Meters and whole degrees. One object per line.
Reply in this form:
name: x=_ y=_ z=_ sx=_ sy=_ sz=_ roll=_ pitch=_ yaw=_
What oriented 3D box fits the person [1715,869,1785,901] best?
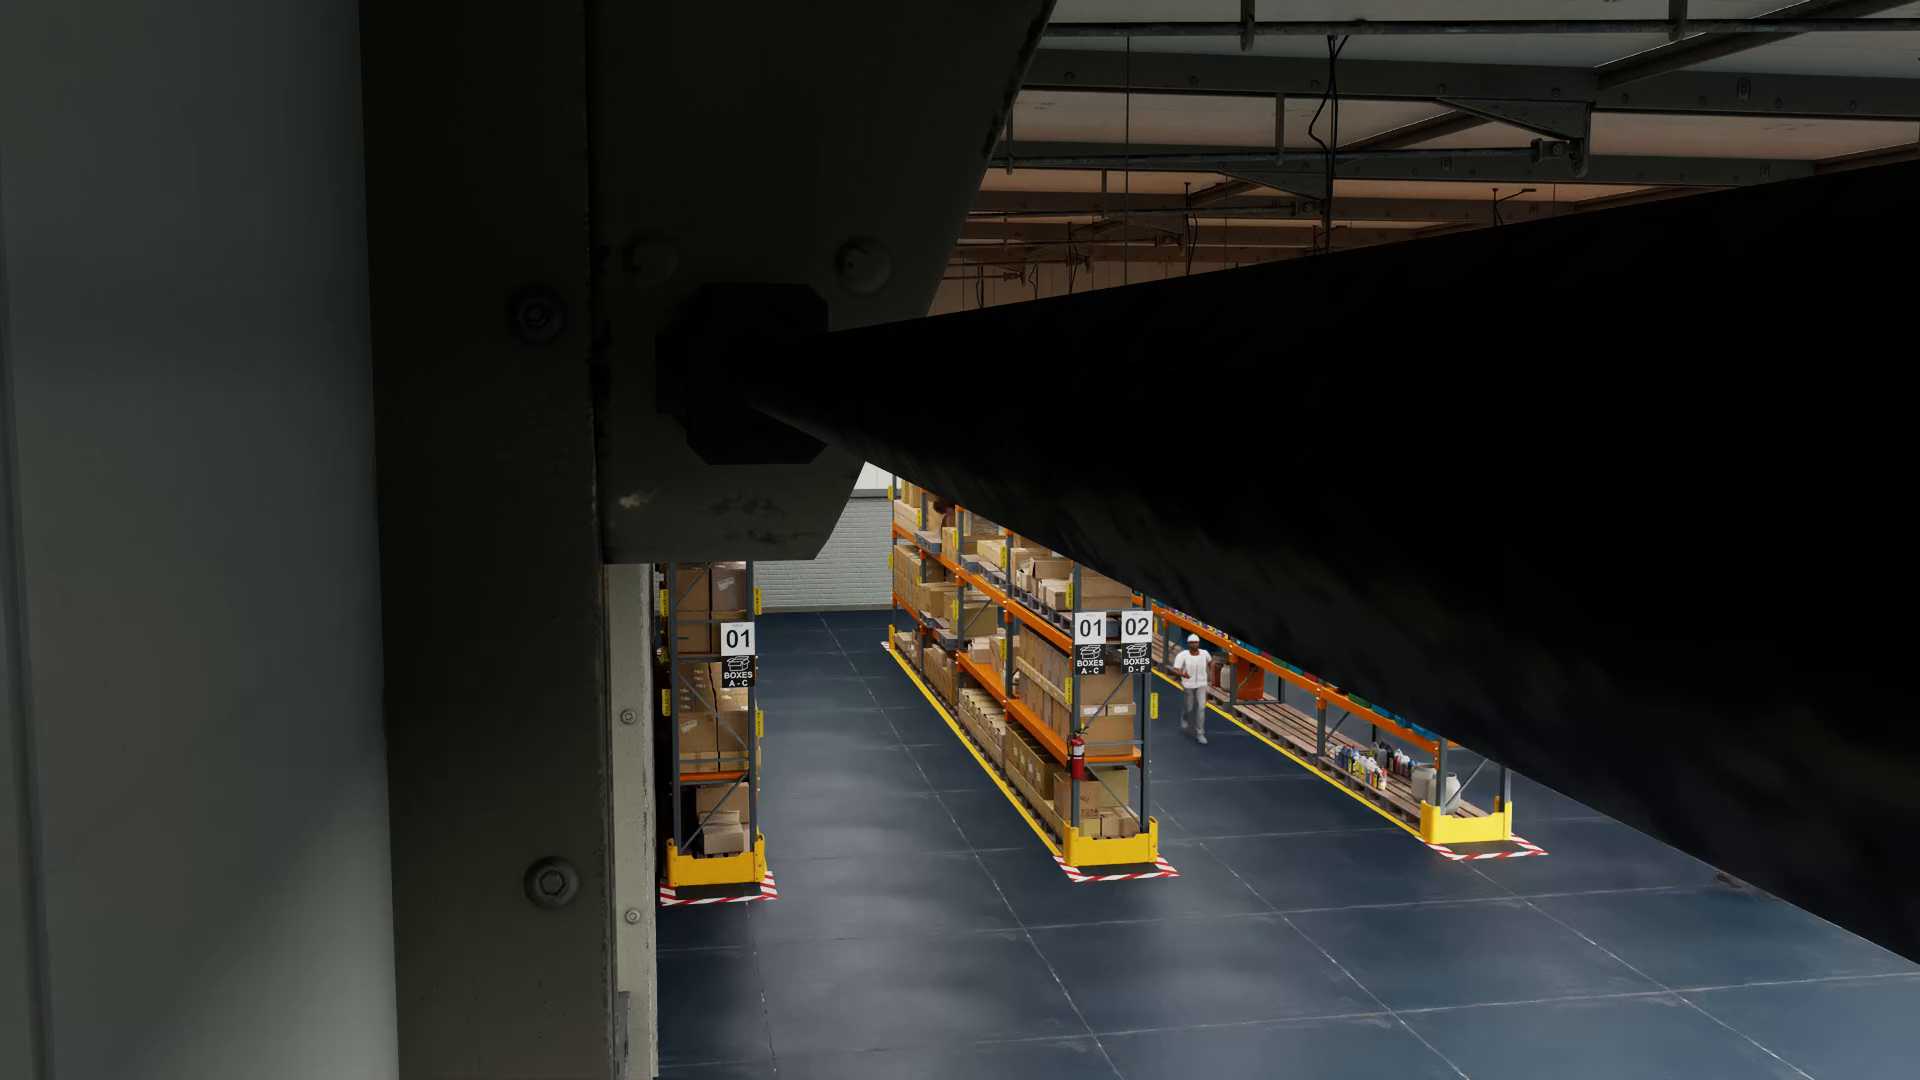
person: x=9.421 y=3.358 z=19.696 sx=0.804 sy=1.782 sz=0.632 roll=2 pitch=7 yaw=22

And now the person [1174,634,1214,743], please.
person: x=3.926 y=2.441 z=27.793 sx=0.714 sy=1.744 sz=1.031 roll=0 pitch=6 yaw=-4
